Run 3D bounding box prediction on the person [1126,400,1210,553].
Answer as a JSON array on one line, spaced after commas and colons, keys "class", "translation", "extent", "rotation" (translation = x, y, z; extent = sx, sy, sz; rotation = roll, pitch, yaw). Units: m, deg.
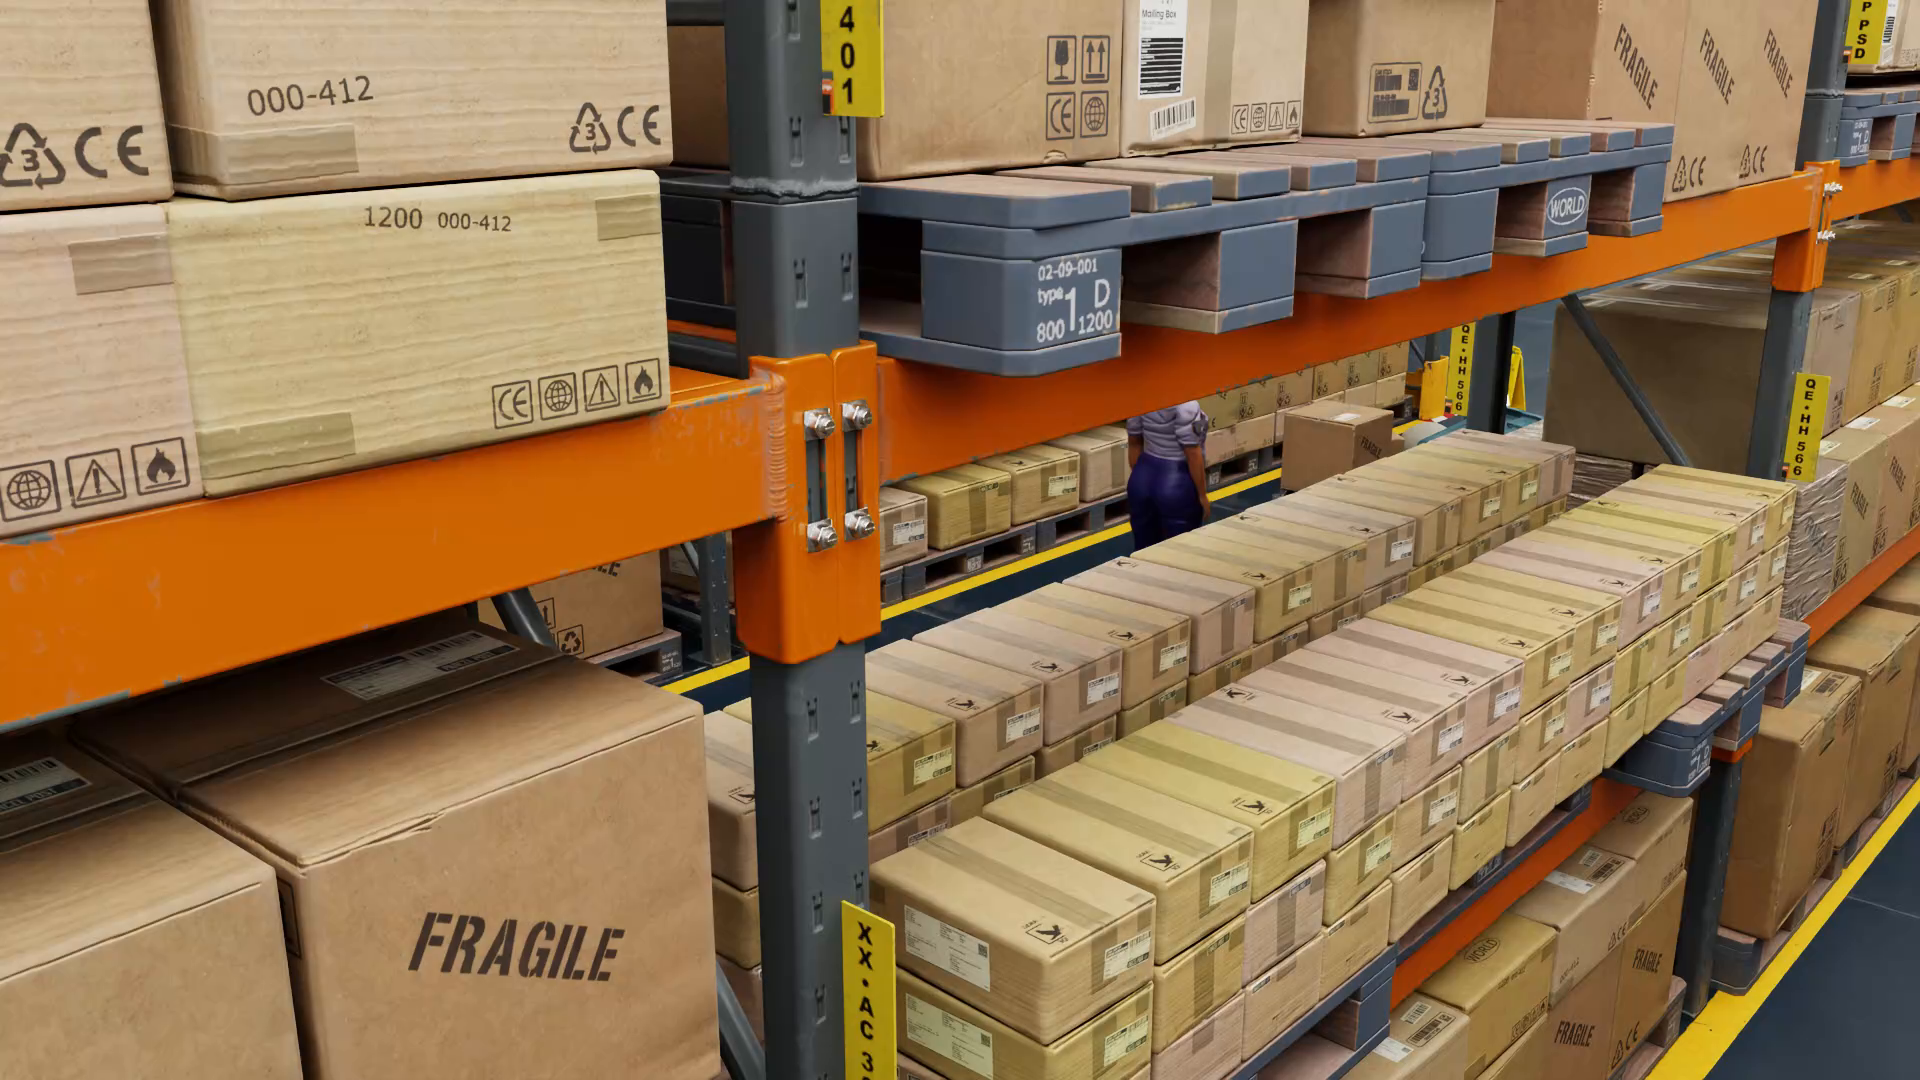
[{"class": "person", "translation": [1.103, -0.246, 8.812], "extent": [0.366, 1.642, 0.478], "rotation": [-15, 22, -40]}]
